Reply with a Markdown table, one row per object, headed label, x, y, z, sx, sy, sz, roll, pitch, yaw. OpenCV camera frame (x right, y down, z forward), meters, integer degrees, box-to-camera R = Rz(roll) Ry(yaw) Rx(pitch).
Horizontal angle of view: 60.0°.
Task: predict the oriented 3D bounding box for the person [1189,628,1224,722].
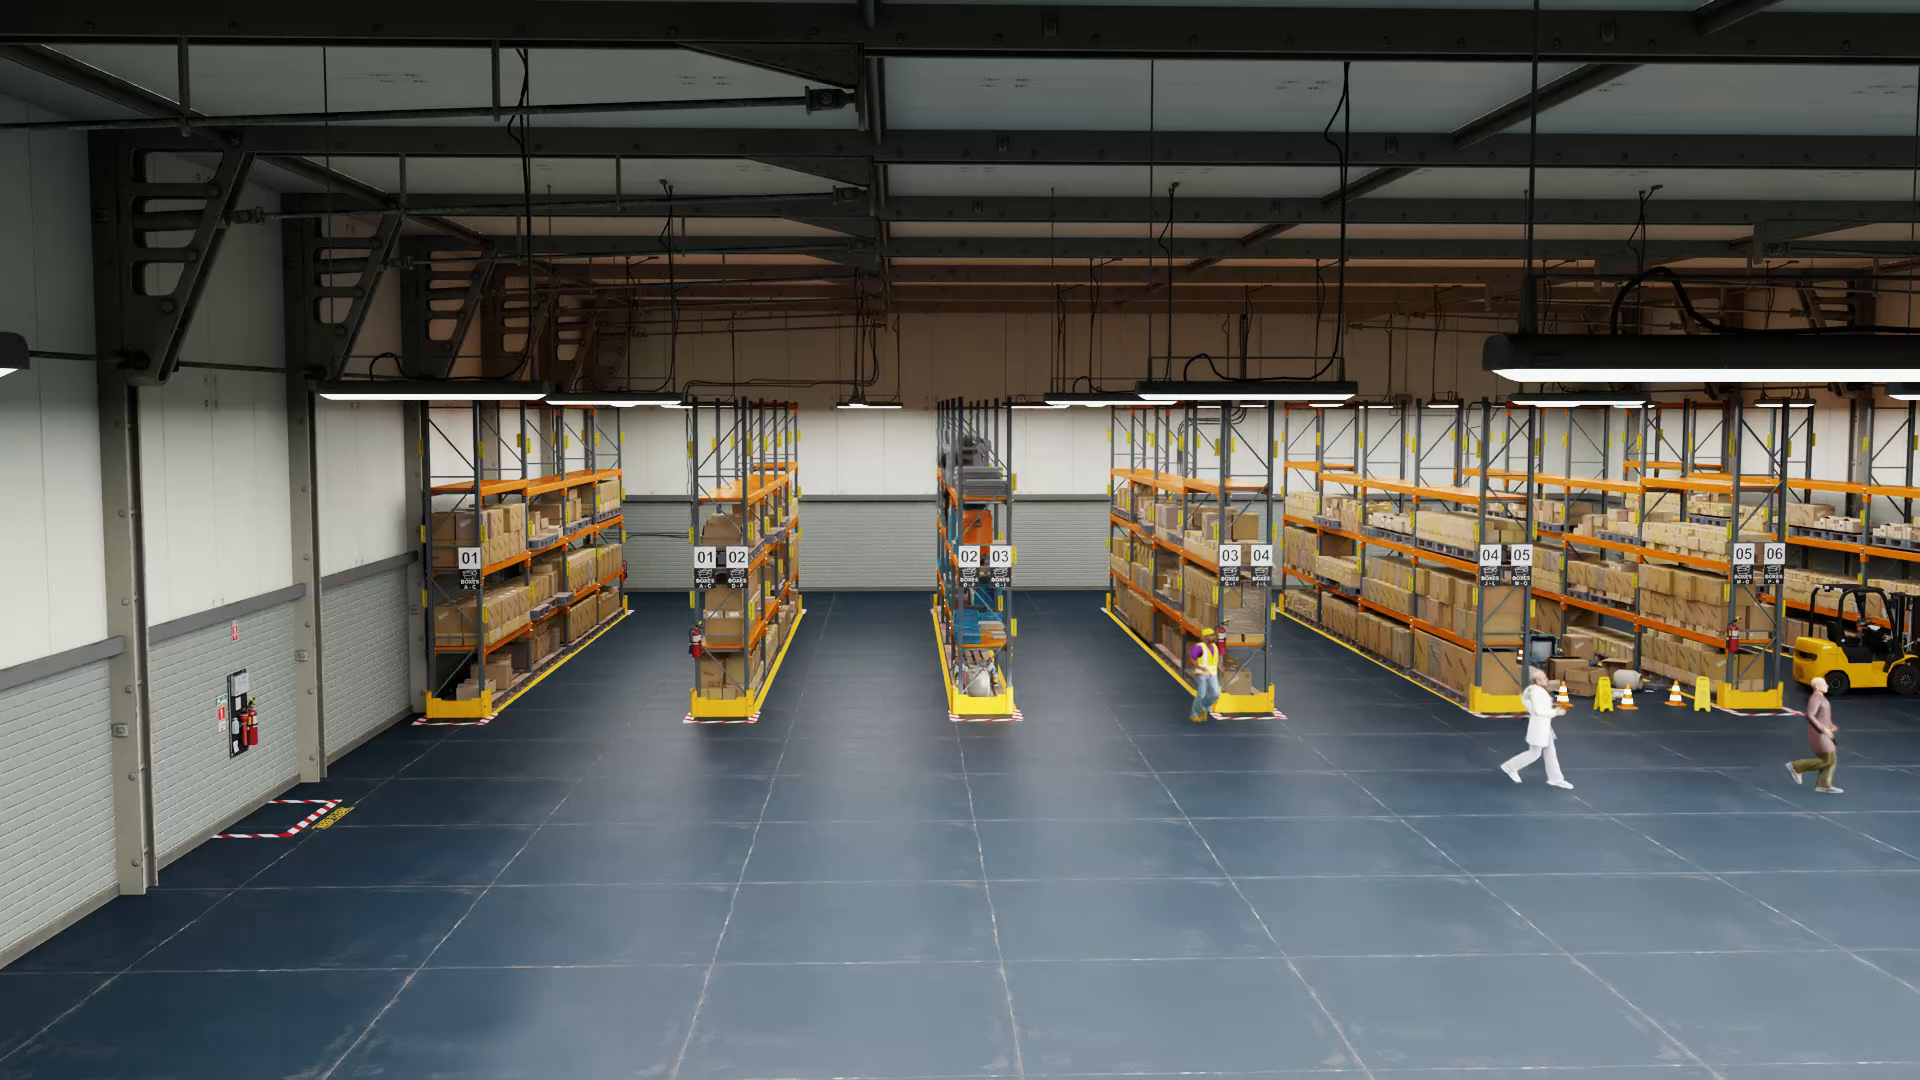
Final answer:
| label | x | y | z | sx | sy | sz | roll | pitch | yaw |
| --- | --- | --- | --- | --- | --- | --- | --- | --- | --- |
| person | 4.574 | 2.490 | 30.648 | 0.779 | 1.724 | 0.564 | -2 | 5 | -29 |

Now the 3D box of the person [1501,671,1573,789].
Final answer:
| label | x | y | z | sx | sy | sz | roll | pitch | yaw |
| --- | --- | --- | --- | --- | --- | --- | --- | --- | --- |
| person | 8.768 | 2.867 | 25.212 | 1.049 | 1.781 | 0.710 | 2 | 5 | 21 |

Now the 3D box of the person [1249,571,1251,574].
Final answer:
| label | x | y | z | sx | sy | sz | roll | pitch | yaw |
| --- | --- | --- | --- | --- | --- | --- | --- | --- | --- |
| person | 8.025 | 1.439 | 45.480 | 0.644 | 1.573 | 0.923 | 0 | 4 | 6 |

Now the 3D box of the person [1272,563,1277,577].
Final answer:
| label | x | y | z | sx | sy | sz | roll | pitch | yaw |
| --- | --- | --- | --- | --- | --- | --- | --- | --- | --- |
| person | 8.878 | 1.163 | 48.504 | 0.568 | 1.629 | 0.650 | -2 | 5 | -24 |

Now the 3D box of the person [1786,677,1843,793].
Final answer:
| label | x | y | z | sx | sy | sz | roll | pitch | yaw |
| --- | --- | --- | --- | --- | --- | --- | --- | --- | --- |
| person | 12.855 | 2.923 | 24.970 | 0.778 | 1.736 | 0.723 | 2 | 5 | 29 |
